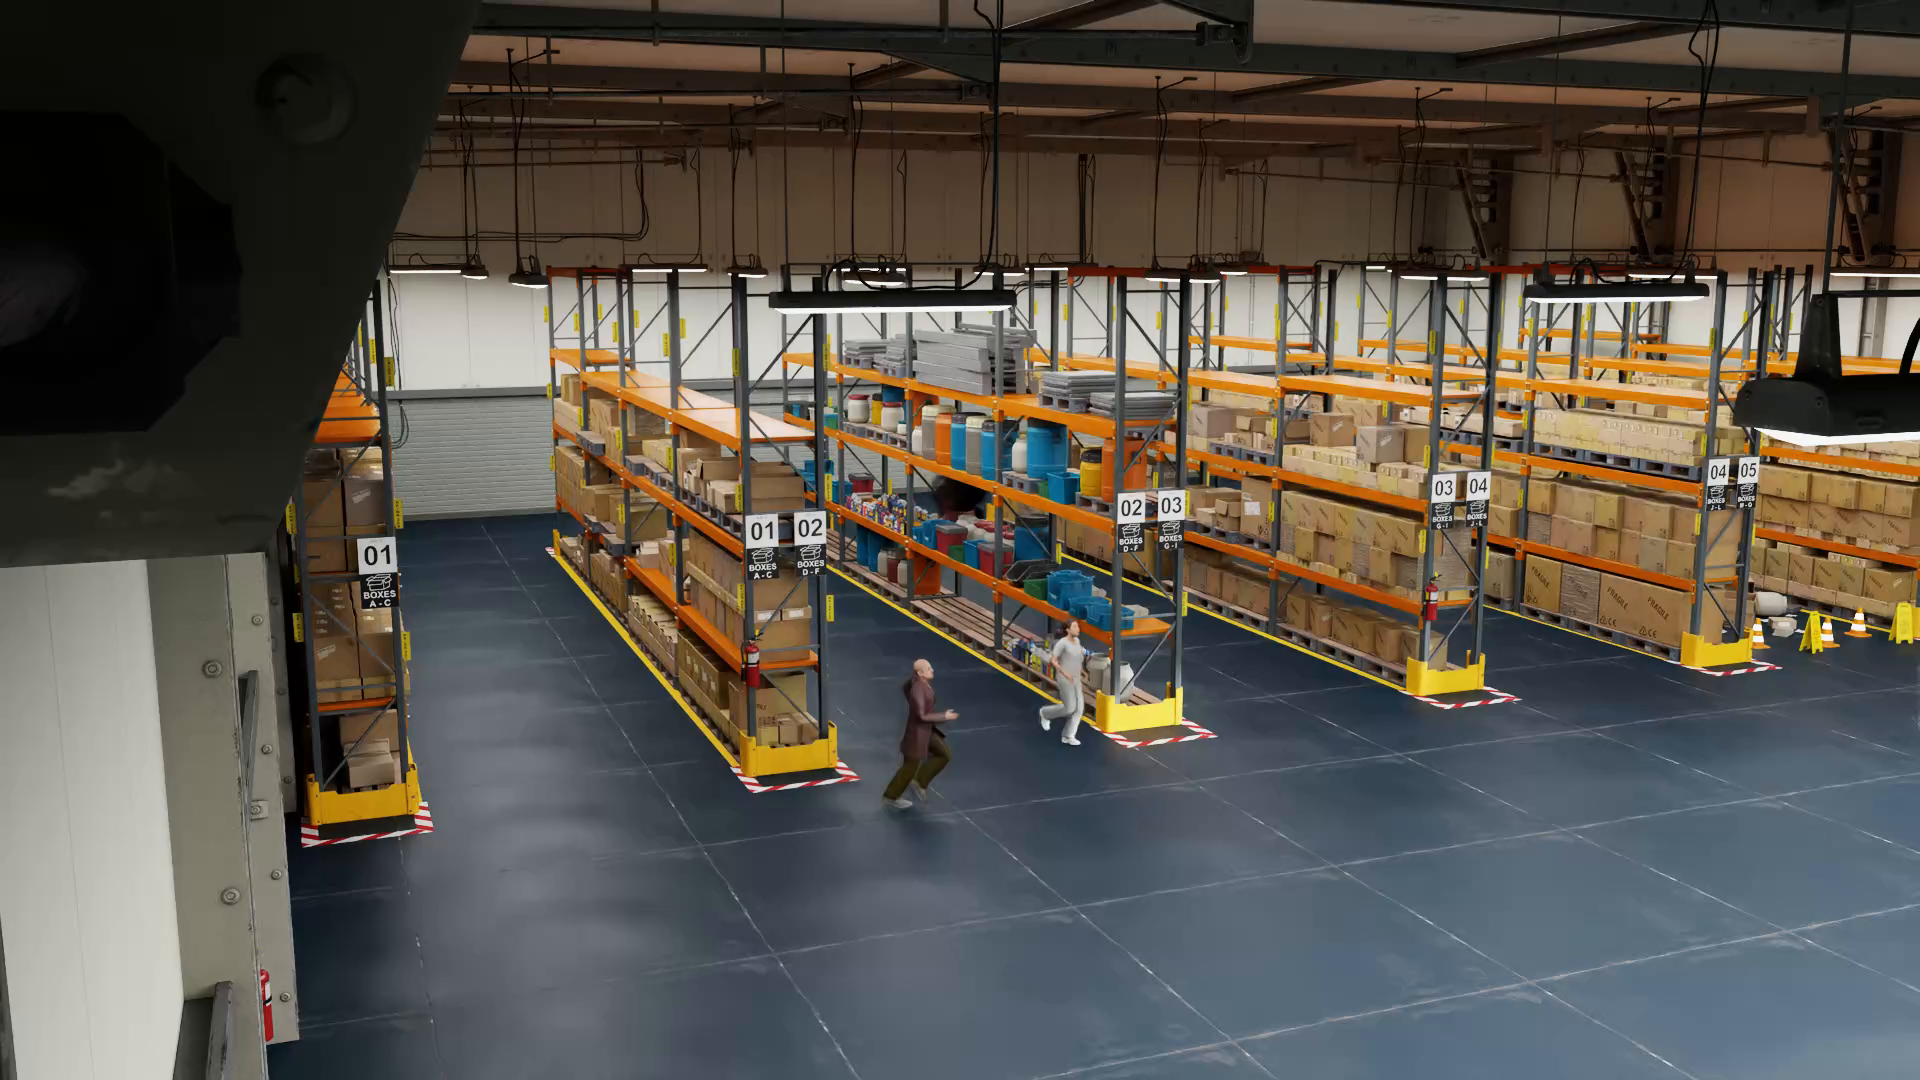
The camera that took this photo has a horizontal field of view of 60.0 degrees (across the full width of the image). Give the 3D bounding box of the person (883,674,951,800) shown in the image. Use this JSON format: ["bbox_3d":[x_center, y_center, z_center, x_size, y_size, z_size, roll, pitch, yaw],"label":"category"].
[{"bbox_3d":[-0.489,2.244,18.986,0.755,1.451,0.728,2,10,10],"label":"person"}]

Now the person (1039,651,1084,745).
[{"bbox_3d":[1.370,2.024,21.625,0.675,1.197,0.357,9,13,40],"label":"person"}]
